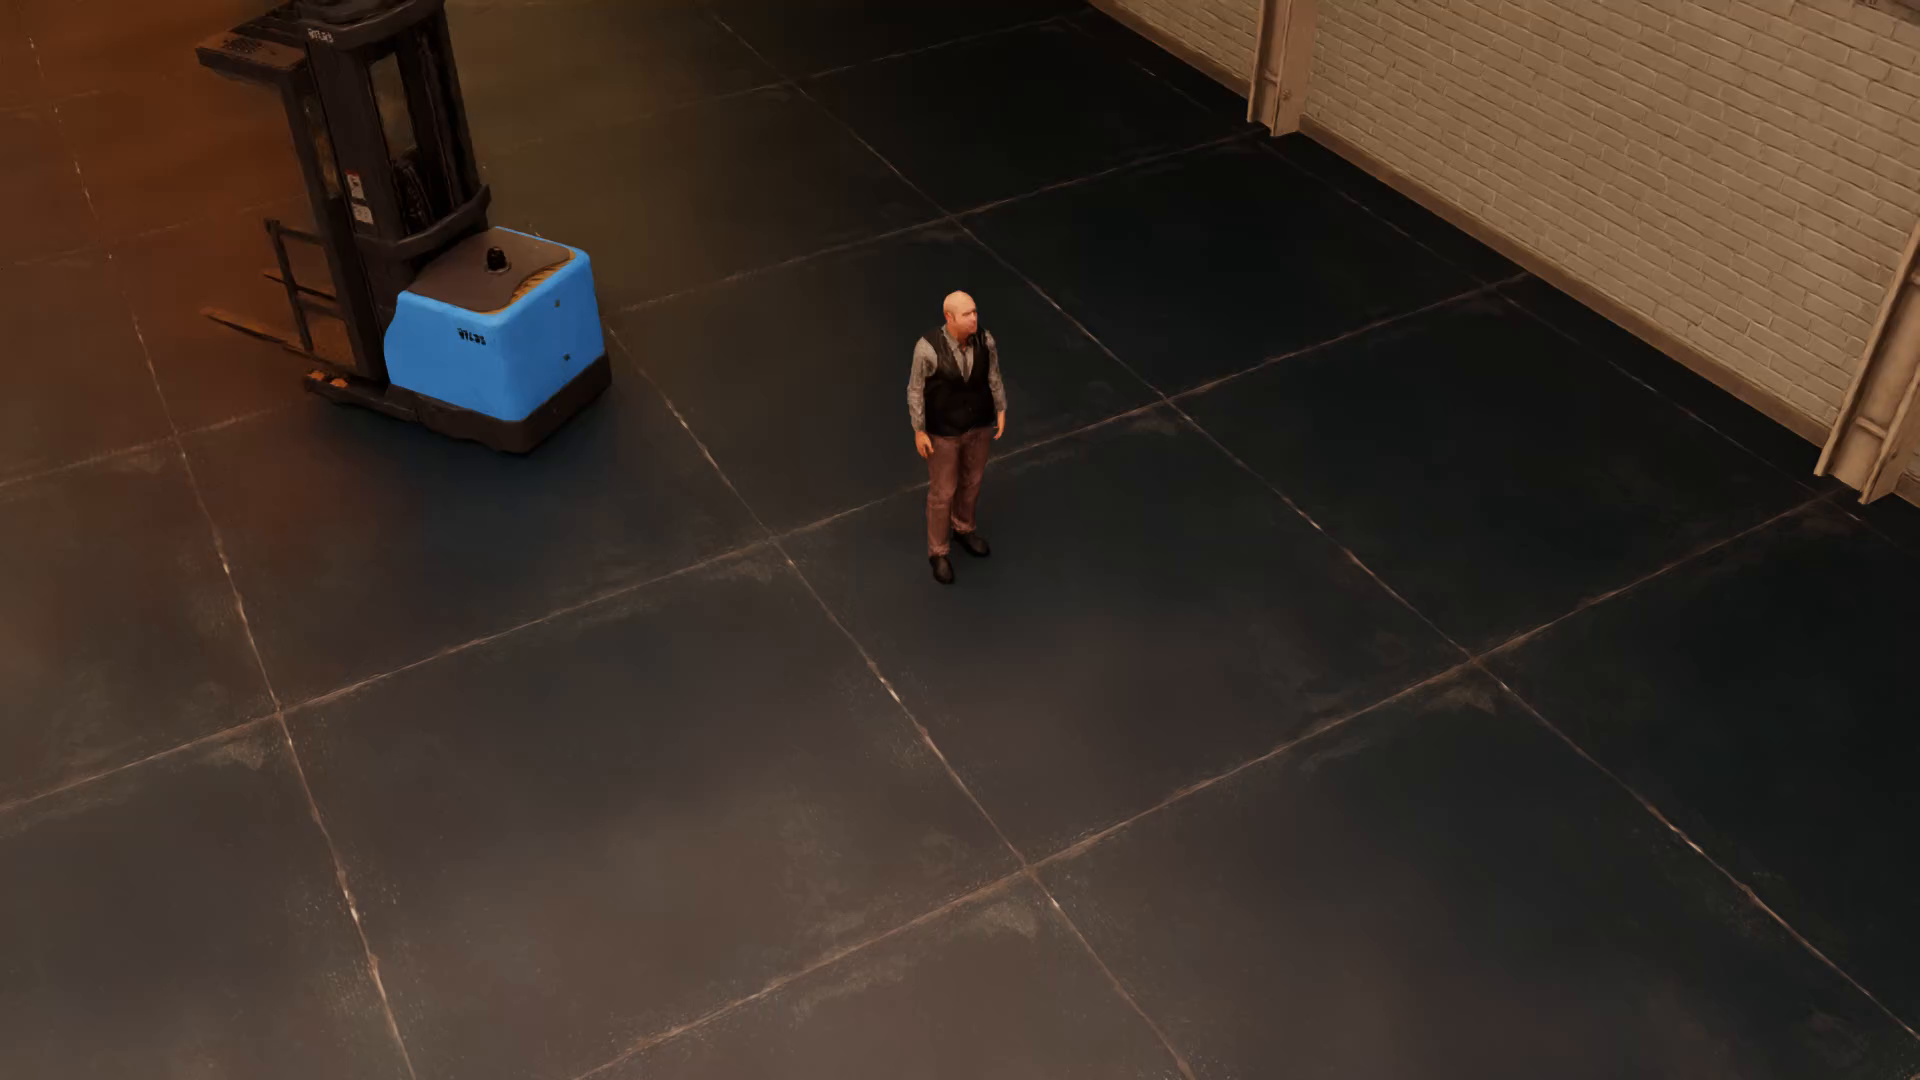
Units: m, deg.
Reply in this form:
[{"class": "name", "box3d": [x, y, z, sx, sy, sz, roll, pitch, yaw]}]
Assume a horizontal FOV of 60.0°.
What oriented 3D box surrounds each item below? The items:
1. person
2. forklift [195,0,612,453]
[{"class": "person", "box3d": [0.024, -0.631, 9.733, 0.632, 1.720, 0.567, -20, 44, -23]}, {"class": "forklift", "box3d": [-3.975, -2.358, 10.879, 3.031, 2.935, 1.130, 18, 43, 20]}]
